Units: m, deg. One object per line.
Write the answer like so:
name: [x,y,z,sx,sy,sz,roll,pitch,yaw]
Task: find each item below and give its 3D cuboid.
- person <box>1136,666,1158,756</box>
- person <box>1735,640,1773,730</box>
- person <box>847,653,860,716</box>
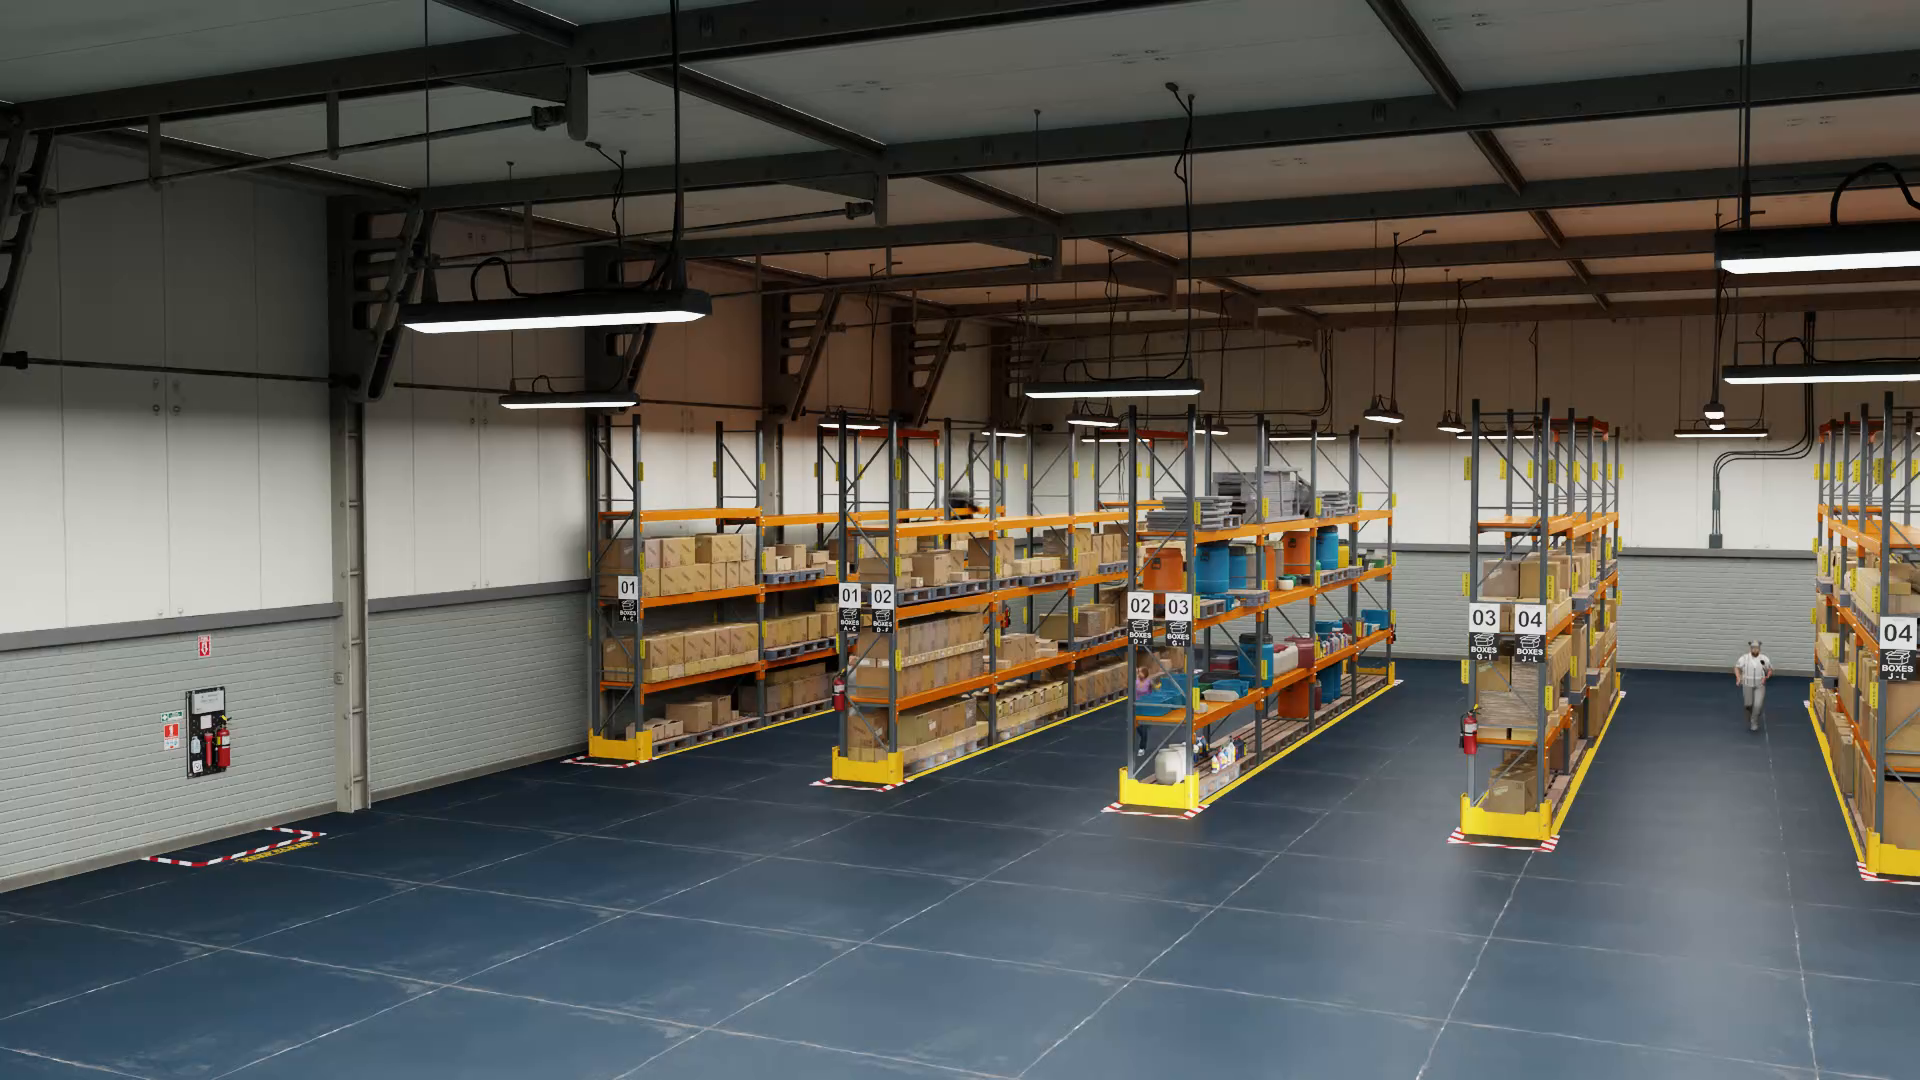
person: [3.268,3.021,29.454,0.533,1.573,0.546,1,3,26]
person: [15.465,2.817,32.385,0.676,1.753,0.595,1,3,22]
person: [-1.970,2.923,31.002,0.588,1.640,0.776,0,2,12]
